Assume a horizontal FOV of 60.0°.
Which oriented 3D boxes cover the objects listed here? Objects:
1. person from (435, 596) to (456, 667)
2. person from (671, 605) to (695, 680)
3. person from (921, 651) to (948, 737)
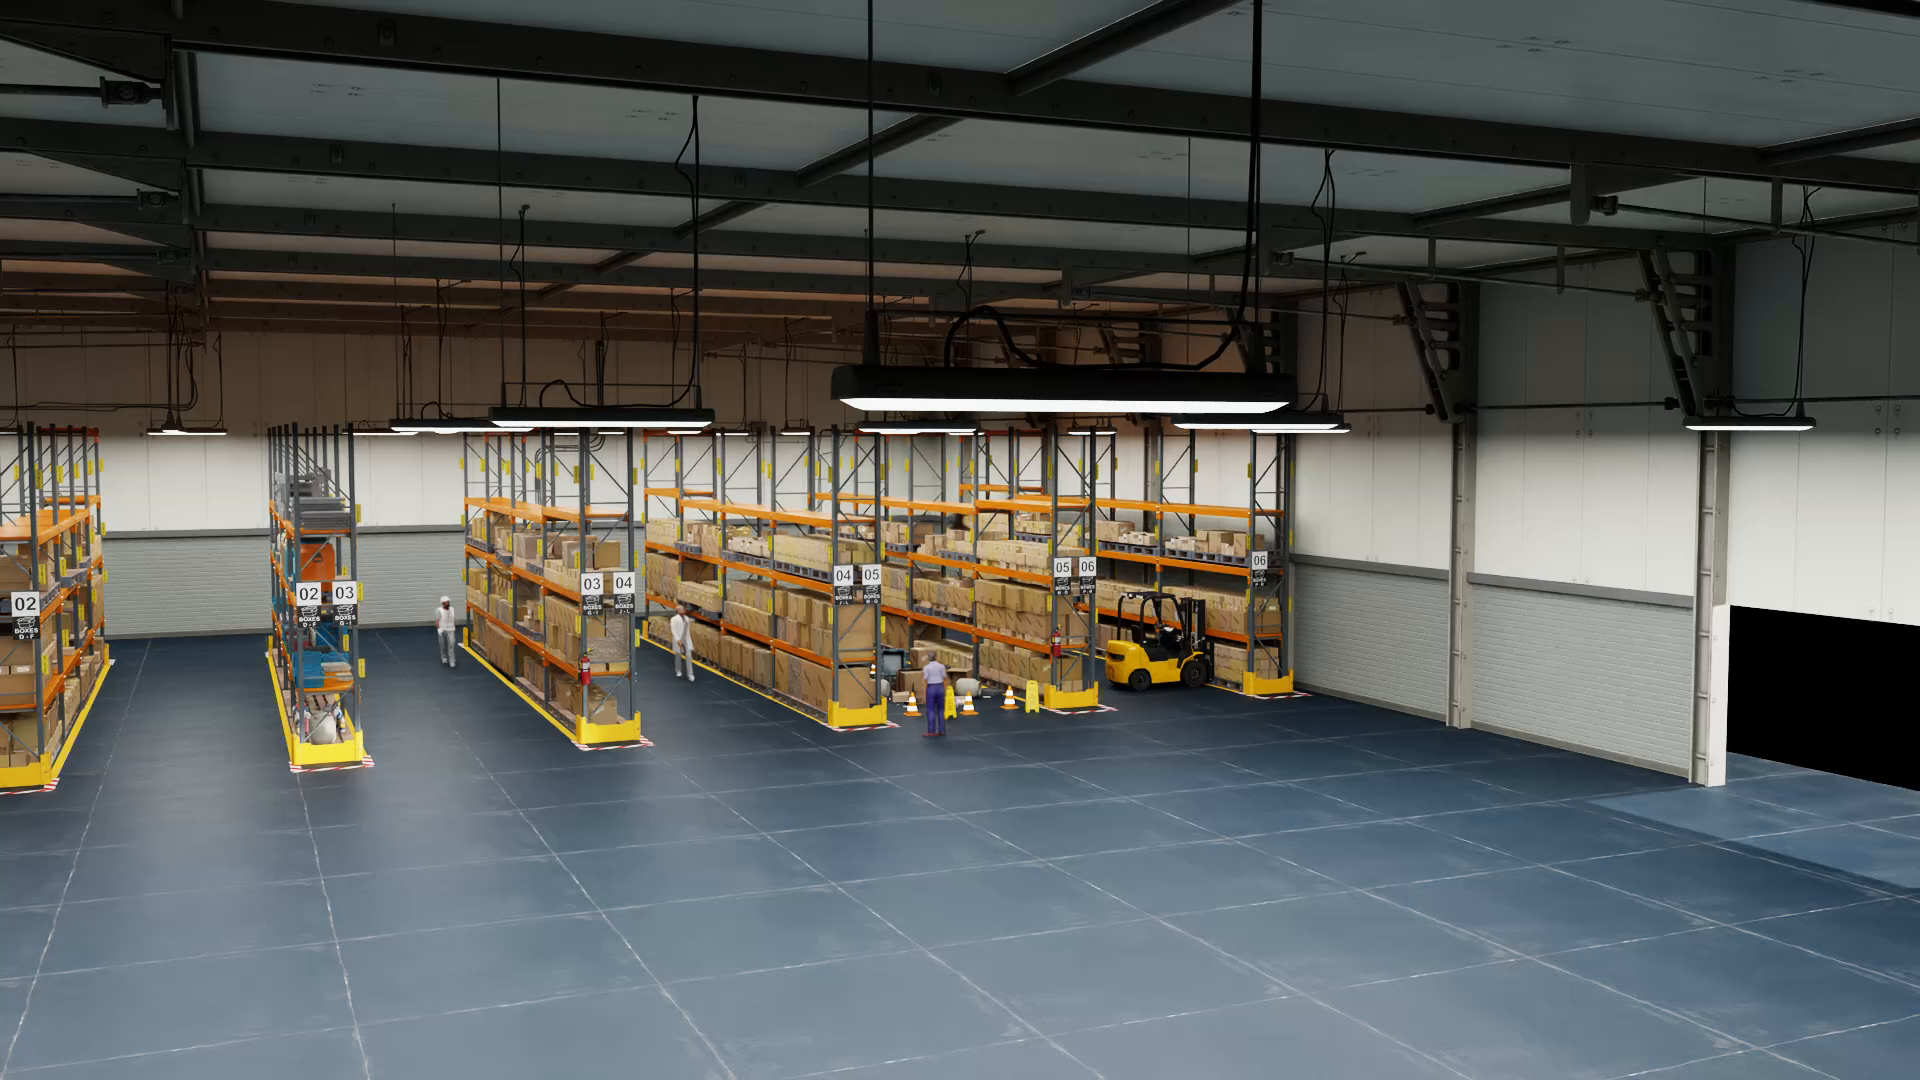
[{"bbox_3d":[-12.942,2.284,41.806,0.491,1.744,0.962,-1,4,-19],"label":"person"},{"bbox_3d":[-6.609,2.420,39.545,0.537,1.742,1.019,-1,4,-20],"label":"person"},{"bbox_3d":[-0.487,2.959,31.945,0.532,1.681,0.378,-1,4,-15],"label":"person"}]
